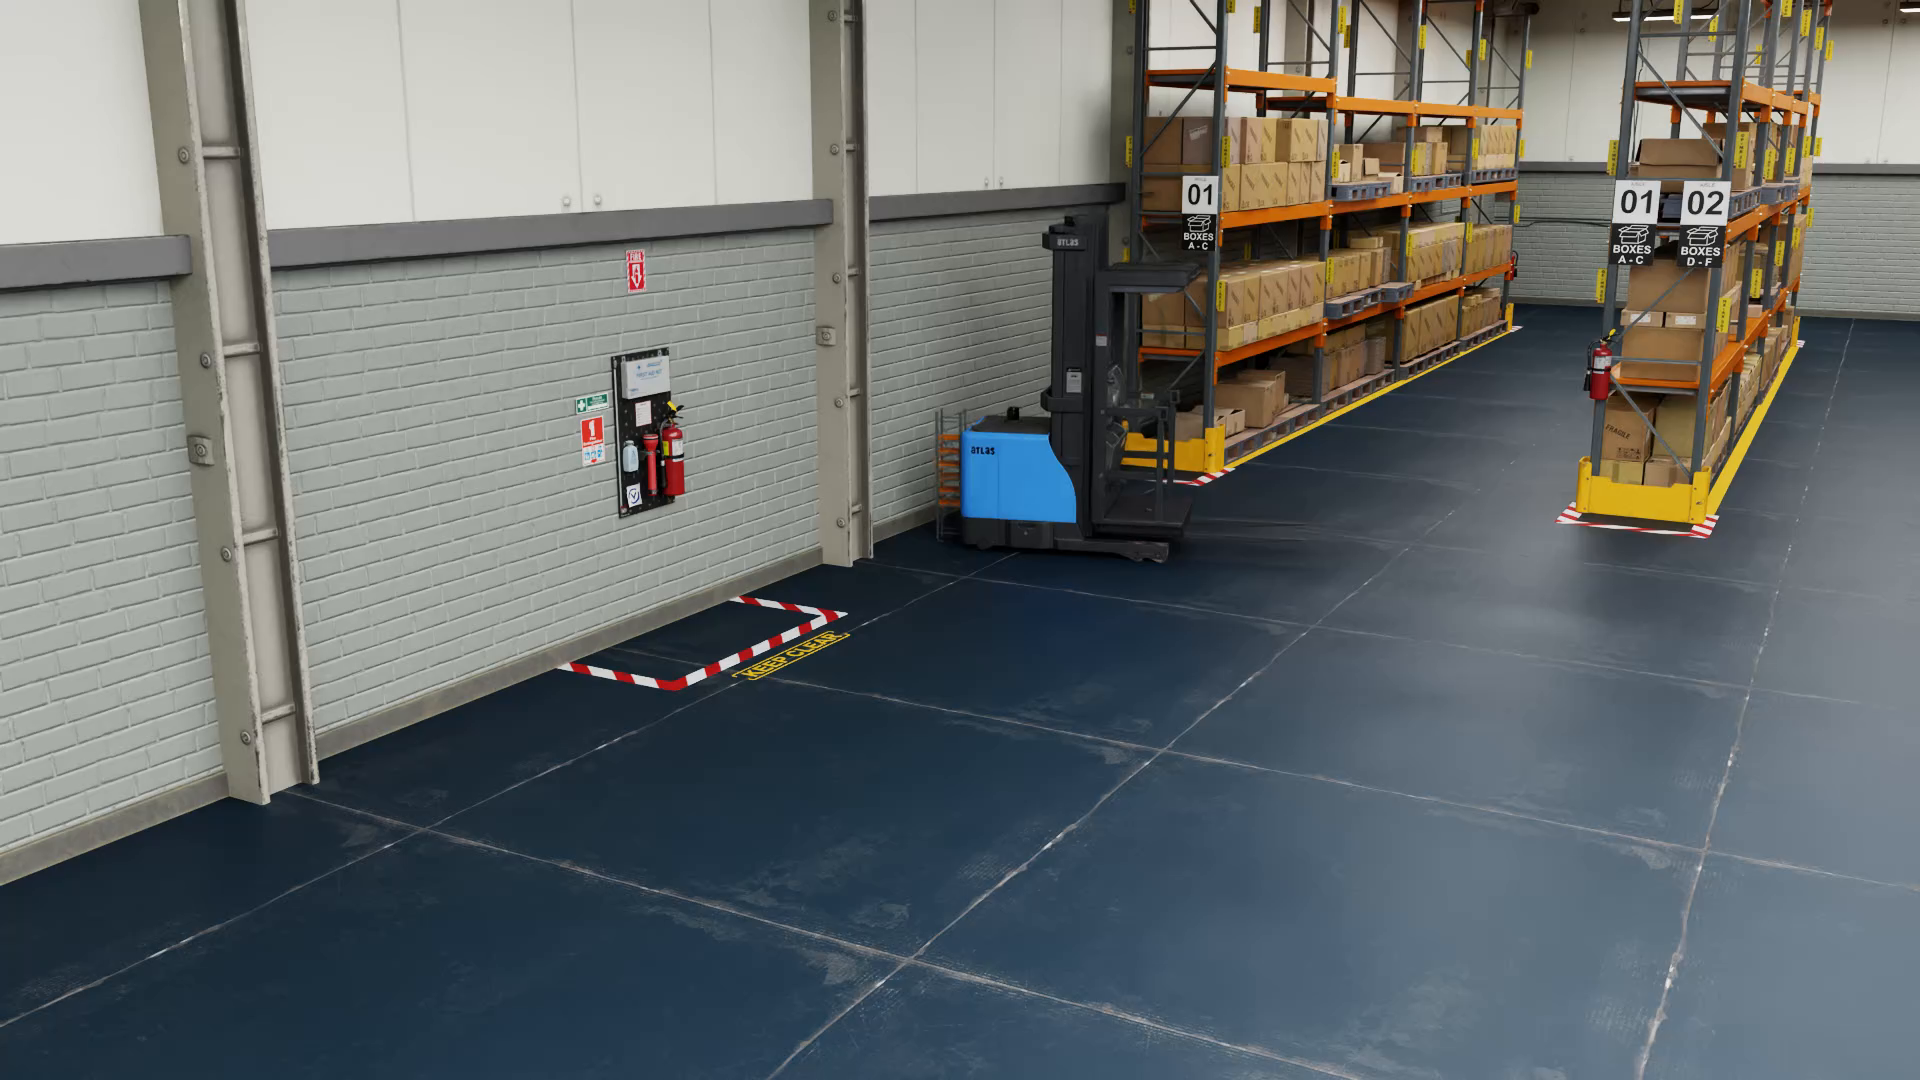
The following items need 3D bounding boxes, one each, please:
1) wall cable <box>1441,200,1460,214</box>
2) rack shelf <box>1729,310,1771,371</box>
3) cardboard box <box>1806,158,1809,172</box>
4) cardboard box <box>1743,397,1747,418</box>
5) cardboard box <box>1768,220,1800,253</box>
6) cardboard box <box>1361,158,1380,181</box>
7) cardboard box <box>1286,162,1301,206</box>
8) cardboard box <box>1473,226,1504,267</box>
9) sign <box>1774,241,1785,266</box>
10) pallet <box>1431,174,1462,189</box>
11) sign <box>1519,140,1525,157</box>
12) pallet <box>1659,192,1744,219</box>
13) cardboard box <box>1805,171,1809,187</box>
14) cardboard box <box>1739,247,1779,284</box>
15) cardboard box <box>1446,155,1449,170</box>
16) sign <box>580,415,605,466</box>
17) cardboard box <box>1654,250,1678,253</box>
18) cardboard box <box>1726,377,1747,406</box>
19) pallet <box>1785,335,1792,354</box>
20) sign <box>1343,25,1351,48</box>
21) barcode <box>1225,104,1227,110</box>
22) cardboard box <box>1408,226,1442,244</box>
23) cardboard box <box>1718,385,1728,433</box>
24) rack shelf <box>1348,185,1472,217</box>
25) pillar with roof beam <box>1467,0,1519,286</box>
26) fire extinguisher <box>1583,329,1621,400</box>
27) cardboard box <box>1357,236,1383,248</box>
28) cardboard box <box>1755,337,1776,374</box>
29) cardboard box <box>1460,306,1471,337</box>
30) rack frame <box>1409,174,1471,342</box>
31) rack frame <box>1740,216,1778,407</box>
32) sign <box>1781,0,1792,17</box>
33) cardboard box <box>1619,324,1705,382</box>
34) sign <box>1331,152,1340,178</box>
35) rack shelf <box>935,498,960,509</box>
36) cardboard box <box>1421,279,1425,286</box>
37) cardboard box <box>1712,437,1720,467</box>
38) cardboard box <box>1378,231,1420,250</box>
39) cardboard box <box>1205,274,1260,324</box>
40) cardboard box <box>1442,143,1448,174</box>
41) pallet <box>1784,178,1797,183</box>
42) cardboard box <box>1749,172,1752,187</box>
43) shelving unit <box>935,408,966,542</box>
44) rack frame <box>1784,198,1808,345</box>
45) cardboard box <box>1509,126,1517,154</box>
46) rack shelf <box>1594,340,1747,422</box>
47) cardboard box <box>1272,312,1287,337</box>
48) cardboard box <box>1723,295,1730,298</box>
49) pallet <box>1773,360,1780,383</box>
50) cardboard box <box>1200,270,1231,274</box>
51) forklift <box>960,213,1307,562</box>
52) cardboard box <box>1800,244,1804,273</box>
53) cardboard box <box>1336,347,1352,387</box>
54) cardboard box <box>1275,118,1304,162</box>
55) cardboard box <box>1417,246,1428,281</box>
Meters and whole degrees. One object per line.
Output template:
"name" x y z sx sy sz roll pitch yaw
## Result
"wall cable" 9.856 -6.419 33.309 0.084 1.984 1.851 7 15 28
"rack shelf" 9.569 -2.594 21.143 1.077 0.370 4.000 7 15 28
"cardboard box" 13.656 -6.181 27.341 0.500 0.250 0.500 7 15 28
"cardboard box" 9.510 -1.666 20.733 0.500 0.250 0.500 7 15 26
"cardboard box" 13.193 -4.880 26.744 0.500 0.500 0.500 7 15 26
"cardboard box" 5.490 -5.177 23.660 0.797 0.503 0.637 10 17 36
"cardboard box" 3.746 -4.258 19.856 0.500 0.500 0.500 7 15 26
"cardboard box" 9.485 -5.445 30.795 0.980 0.700 0.700 7 15 28
"sign" 11.023 -3.854 22.367 0.100 0.325 0.005 7 15 28
"pallet" 7.731 -5.906 27.357 0.805 0.209 1.217 7 15 26
"sign" 10.533 -7.341 31.181 0.100 0.325 0.005 7 15 28
"pallet" 7.033 -3.270 16.201 1.003 0.211 1.213 7 15 28
"cardboard box" 13.904 -6.040 27.822 0.500 0.250 0.500 7 15 28
"cardboard box" 11.670 -4.058 24.571 0.700 0.500 0.500 3 14 14
"cardboard box" 8.257 -6.540 28.787 0.500 0.250 0.500 8 15 29
"sign" -2.575 -0.696 11.662 0.001 0.329 0.234 7 15 28
"cardboard box" 7.424 -2.709 17.105 0.700 0.500 0.500 7 15 28
"cardboard box" 9.267 -1.832 20.222 0.500 0.311 0.500 7 15 27
"pallet" 13.982 -3.460 29.152 1.003 0.211 1.213 7 15 28
"sign" 5.710 -7.424 24.512 0.100 0.325 0.005 7 15 28
"barcode" 3.216 -5.239 20.126 0.001 0.075 0.075 7 15 28
"cardboard box" 7.382 -4.864 26.536 0.500 0.250 0.500 7 15 27
"cardboard box" 8.079 -1.441 18.197 0.500 0.500 0.500 7 15 28
"rack shelf" 7.165 -5.433 26.520 1.077 0.370 4.000 7 15 28
"pillar with roof beam" 14.382 -8.636 31.871 9.100 9.000 0.548 7 15 28
"fire extinguisher" 6.205 -1.703 16.079 0.296 0.674 0.183 7 15 28
"cardboard box" 6.057 -4.418 24.638 0.380 0.149 0.250 5 15 21
"cardboard box" 11.749 -2.731 24.574 0.500 0.500 0.500 7 15 26
"cardboard box" 8.583 -3.866 29.321 0.700 0.500 0.500 8 16 29
"rack frame" 8.131 -4.735 28.489 1.000 3.000 0.127 7 15 28
"rack frame" 10.536 -3.354 22.761 1.000 3.000 0.127 7 15 28
"sign" 9.076 -5.913 18.244 0.100 0.325 0.005 7 15 28
"cardboard box" 6.905 -1.855 16.332 0.700 0.500 0.500 7 15 28
"sign" 4.743 -4.743 21.021 0.100 0.325 0.005 7 15 28
"rack shelf" -0.078 -0.311 15.188 0.258 0.103 0.180 3 15 12
"cardboard box" 7.157 -4.110 26.392 0.380 0.149 0.250 8 16 29
"cardboard box" 7.849 -0.972 17.853 0.500 0.250 0.500 7 15 28
"cardboard box" 6.657 -4.551 25.238 0.500 0.250 0.500 8 16 29
"cardboard box" 3.072 -2.738 18.886 0.500 0.500 0.500 7 15 28
"cardboard box" 7.610 -6.287 27.377 0.700 0.500 0.500 6 15 25
"pallet" 11.594 -5.202 24.429 1.213 0.211 1.003 7 15 28
"cardboard box" 8.258 -3.863 17.814 0.380 0.149 0.250 7 15 28
"shelving unit" -0.079 -0.587 15.118 0.258 1.200 0.189 3 15 12
"rack frame" 14.403 -4.995 29.569 1.000 3.000 0.127 7 15 28
"cardboard box" 9.950 -7.377 30.660 0.500 0.500 0.500 7 15 28
"rack shelf" 7.635 -1.773 17.739 1.077 0.370 4.000 7 15 28
"cardboard box" 3.581 -2.589 19.867 0.500 0.250 0.500 8 15 29
"cardboard box" 8.043 -2.557 17.857 0.380 0.149 0.250 8 16 30
"pallet" 12.110 -2.647 25.781 1.003 0.211 1.213 7 15 28
"cardboard box" 2.870 -2.904 19.571 0.500 0.500 0.500 7 15 27
"forklift" 1.569 -1.366 14.663 3.031 2.935 1.130 3 14 12
"cardboard box" 14.425 -4.921 29.048 0.500 0.500 0.500 8 16 30
"cardboard box" 5.093 -2.457 23.436 0.700 0.500 0.500 8 15 29
"cardboard box" 3.760 -4.741 19.724 0.500 0.500 0.500 7 15 26
"cardboard box" 6.918 -4.294 25.771 0.500 0.500 0.500 8 16 30
